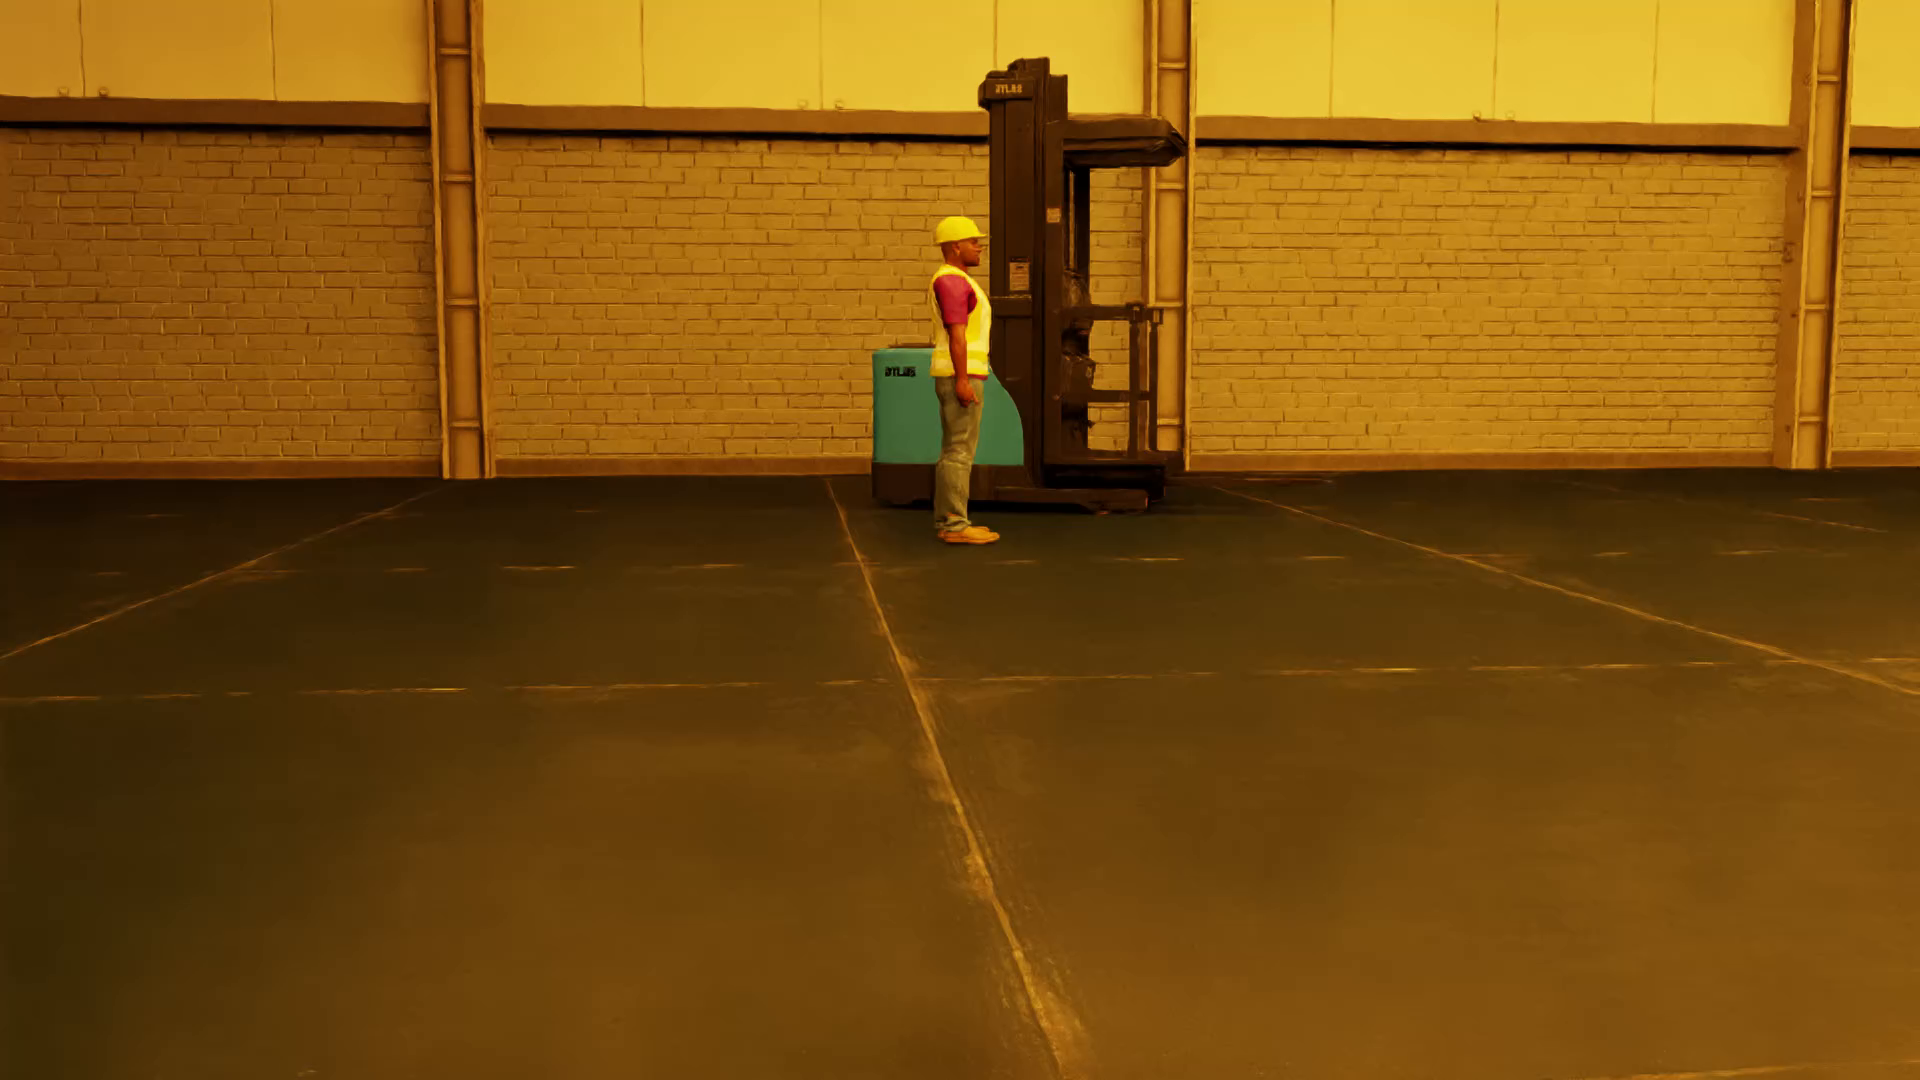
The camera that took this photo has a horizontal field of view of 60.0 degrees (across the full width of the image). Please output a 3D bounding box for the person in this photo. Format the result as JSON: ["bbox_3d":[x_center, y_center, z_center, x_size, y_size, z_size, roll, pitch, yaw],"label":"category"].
[{"bbox_3d":[0.012,-0.879,9.132,0.367,1.771,0.559,-1,6,-6],"label":"person"}]

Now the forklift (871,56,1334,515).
[{"bbox_3d":[0.975,-1.682,11.127,3.031,2.935,1.130,2,6,14],"label":"forklift"}]
